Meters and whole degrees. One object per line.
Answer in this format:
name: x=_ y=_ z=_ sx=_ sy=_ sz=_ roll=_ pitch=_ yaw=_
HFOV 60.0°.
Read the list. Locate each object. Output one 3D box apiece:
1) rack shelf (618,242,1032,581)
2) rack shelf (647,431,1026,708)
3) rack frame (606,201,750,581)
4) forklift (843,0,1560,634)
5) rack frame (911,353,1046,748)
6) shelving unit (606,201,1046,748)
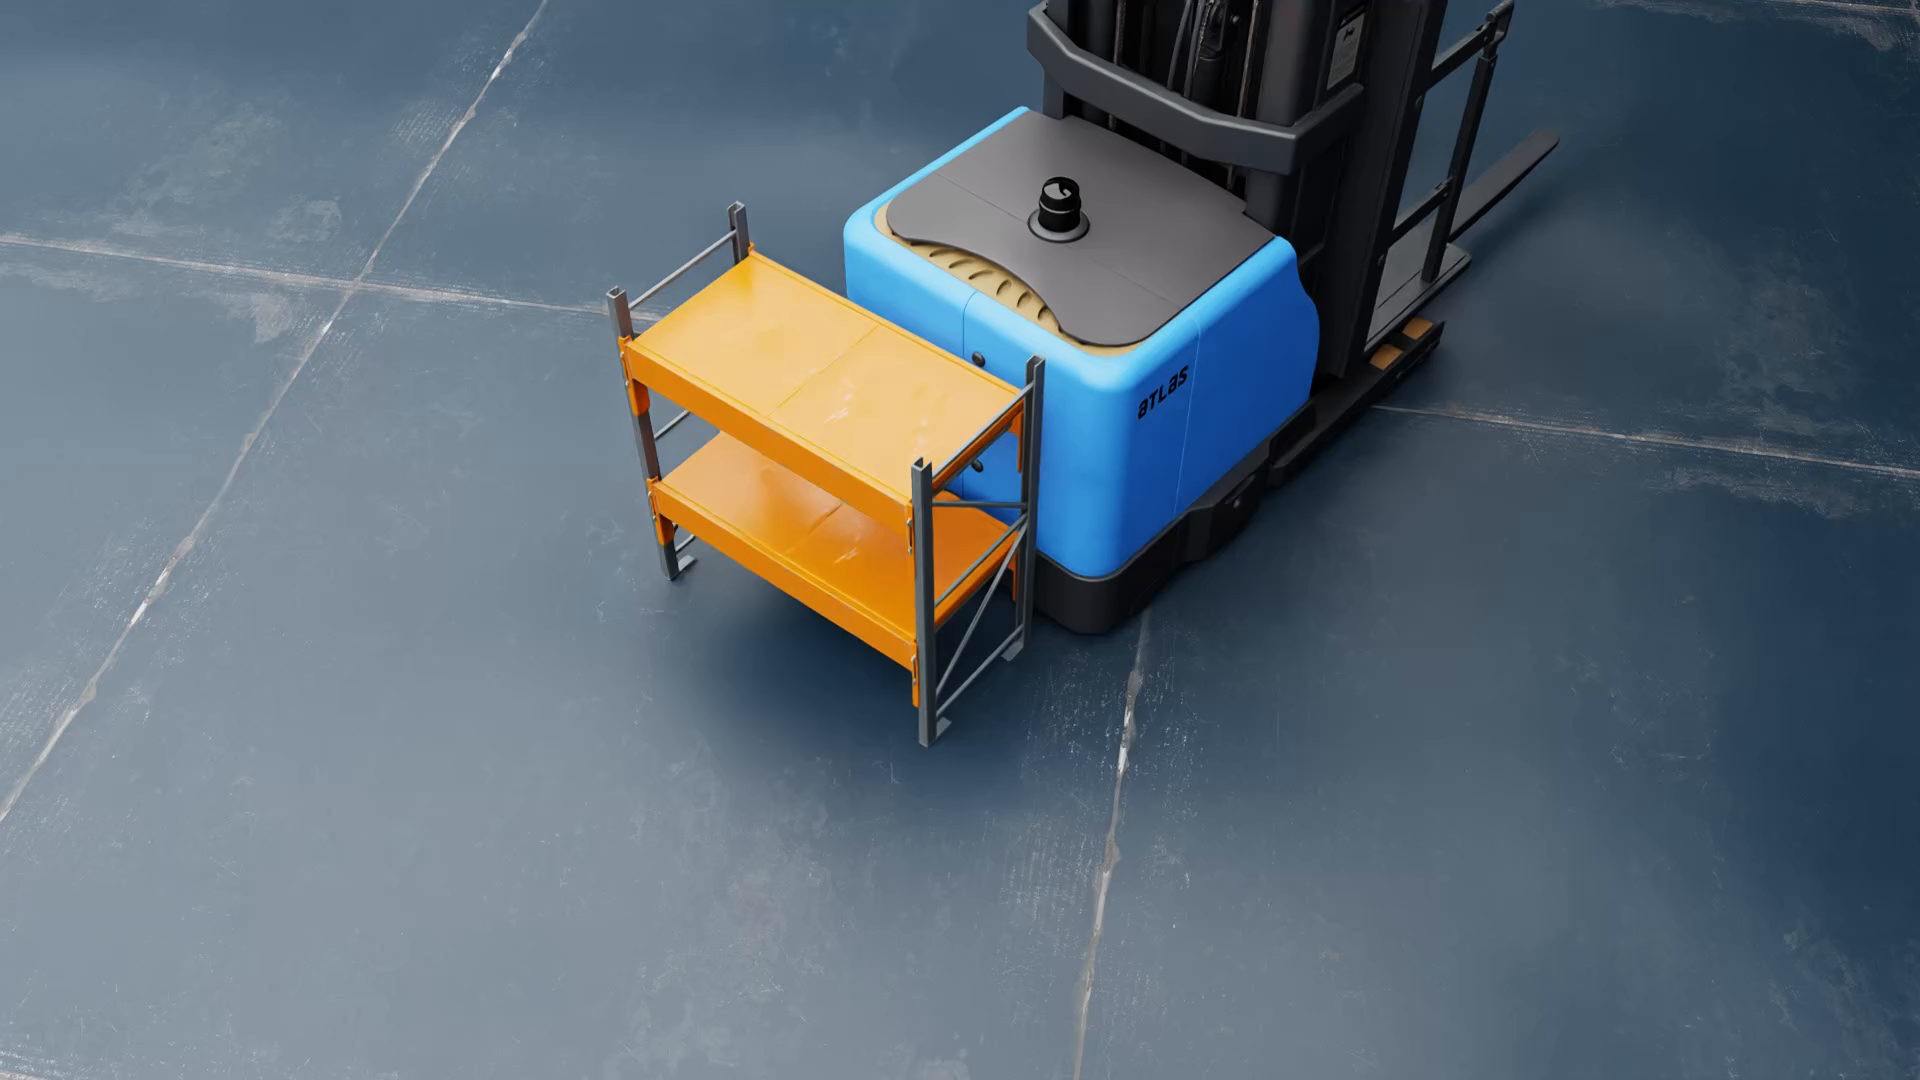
rack shelf: x=-0.353 y=-0.366 z=4.429 sx=1.000 sy=0.278 sz=0.538 roll=30 pitch=55 yaw=24
rack shelf: x=-0.353 y=-0.007 z=4.829 sx=1.000 sy=0.278 sz=0.538 roll=30 pitch=55 yaw=24
rack frame: x=-0.754 y=-0.402 z=4.855 sx=0.032 sy=1.125 sz=0.500 roll=30 pitch=55 yaw=24
forklift: x=1.024 y=-1.716 z=4.821 sx=1.130 sy=2.935 sz=3.031 roll=34 pitch=56 yaw=27
rack frame: x=0.049 y=0.061 z=4.439 sx=0.032 sy=1.125 sz=0.500 roll=30 pitch=55 yaw=24
shelving unit: x=-0.353 y=-0.170 z=4.647 sx=1.048 sy=1.125 sz=0.538 roll=30 pitch=55 yaw=24
